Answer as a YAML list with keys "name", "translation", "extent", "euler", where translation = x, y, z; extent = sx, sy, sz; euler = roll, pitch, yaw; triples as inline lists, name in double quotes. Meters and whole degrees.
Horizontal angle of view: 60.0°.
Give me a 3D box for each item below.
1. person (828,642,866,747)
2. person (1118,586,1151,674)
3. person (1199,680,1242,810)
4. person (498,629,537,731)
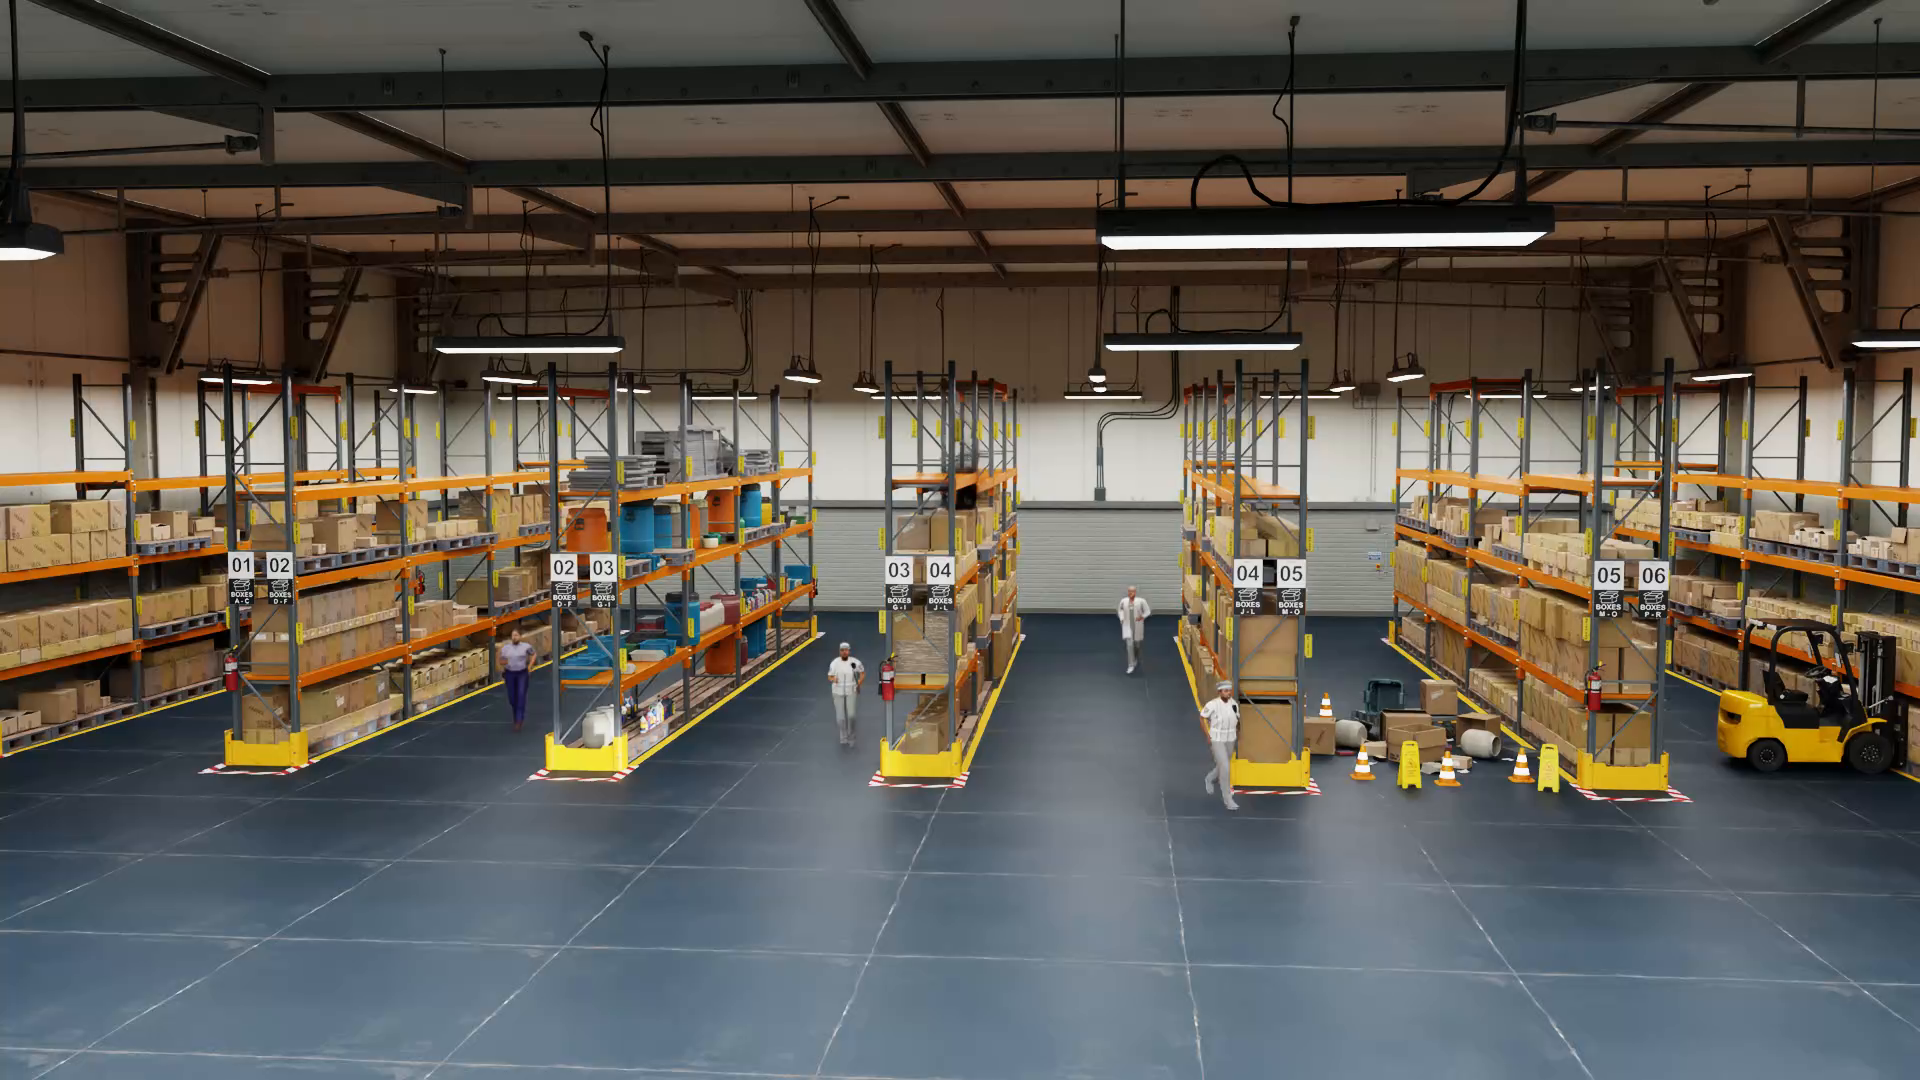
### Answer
- name: "person"
  translation: [-1.820, 2.459, 26.270]
  extent: [0.550, 1.649, 0.610]
  euler: [0, 4, 1]
- name: "person"
  translation: [3.616, 1.848, 34.629]
  extent: [0.699, 1.783, 0.923]
  euler: [1, 4, 11]
- name: "person"
  translation: [3.505, 2.704, 22.310]
  extent: [0.572, 1.705, 0.868]
  euler: [-2, 4, -25]
- name: "person"
  translation: [-7.444, 2.313, 27.906]
  extent: [0.602, 1.645, 0.913]
  euler: [0, 4, -5]
